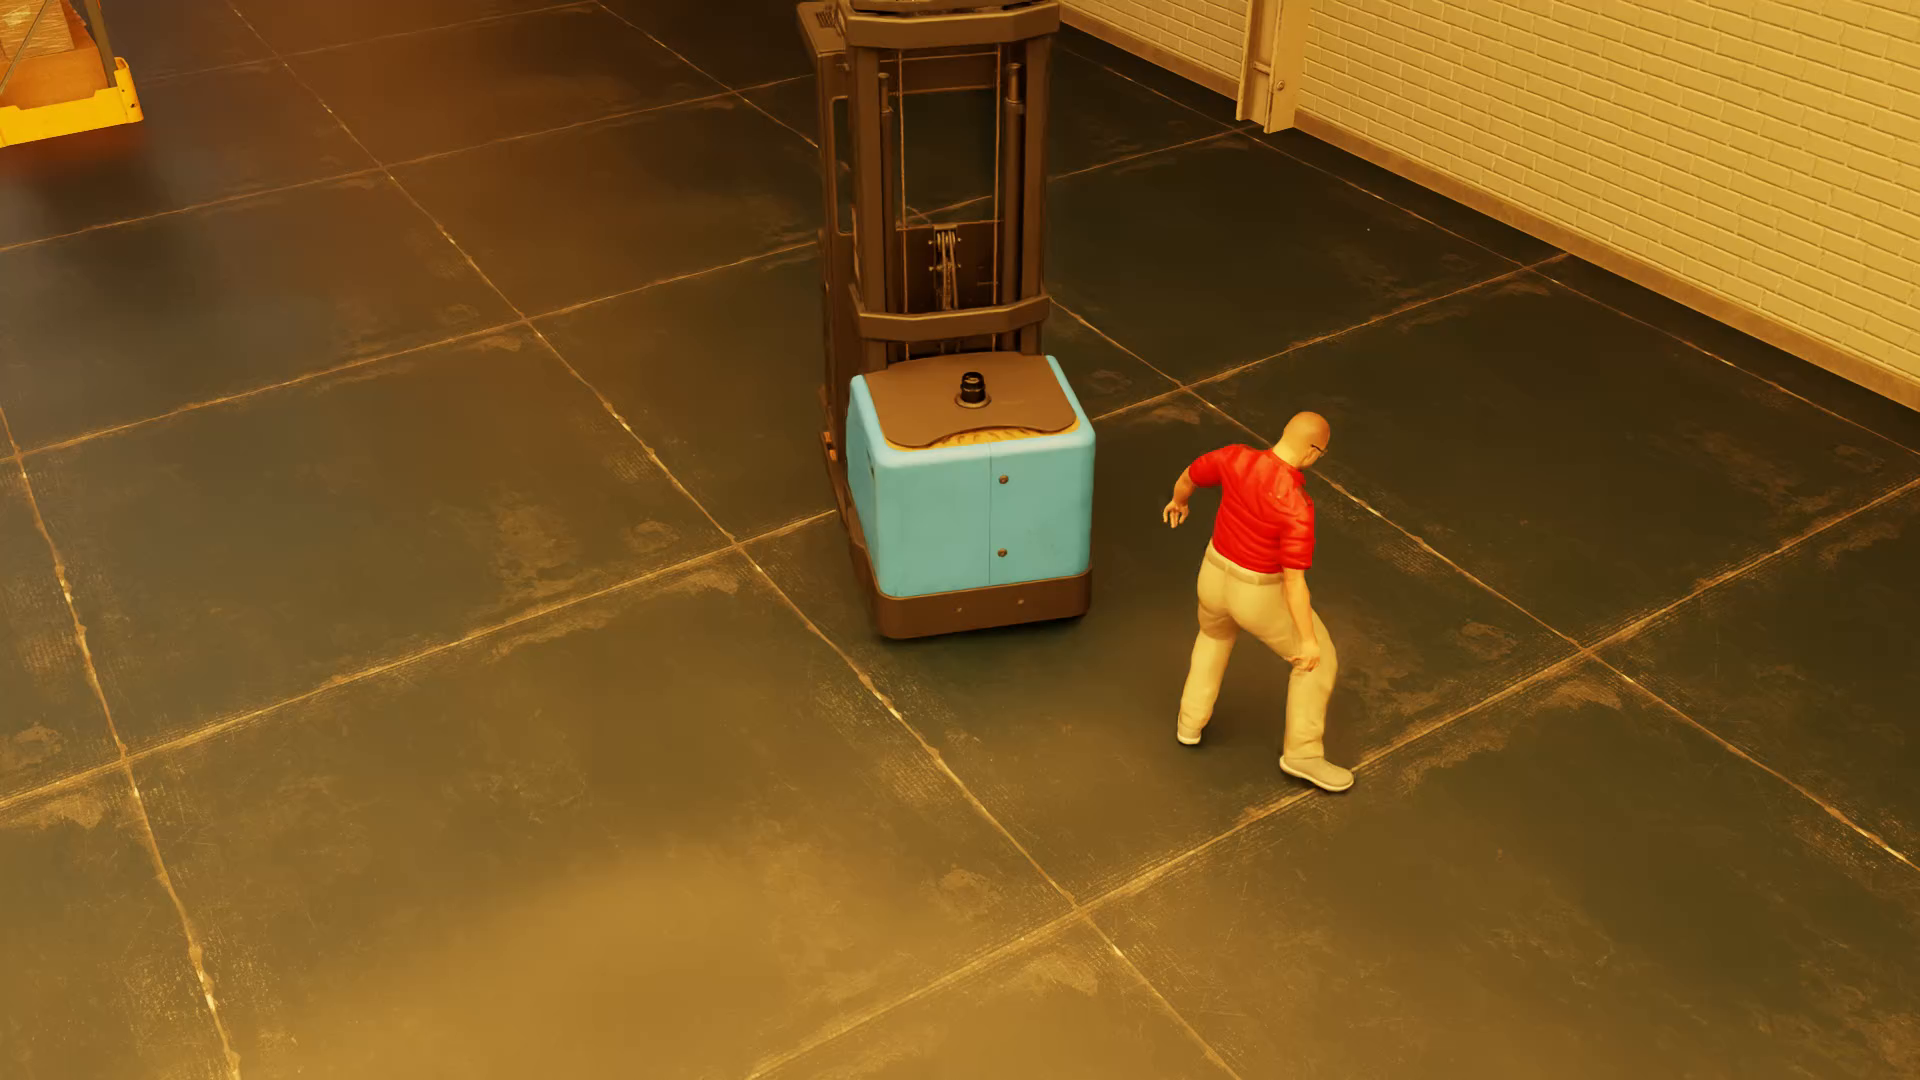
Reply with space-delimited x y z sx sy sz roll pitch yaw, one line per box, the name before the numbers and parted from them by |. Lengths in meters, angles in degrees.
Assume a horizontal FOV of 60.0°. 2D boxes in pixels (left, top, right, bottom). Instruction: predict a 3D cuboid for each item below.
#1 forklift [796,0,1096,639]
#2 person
forklift | -0.175 -1.571 8.384 1.130 2.935 3.031 -7 36 -10
person | 1.233 0.213 6.988 0.474 1.671 1.124 -25 42 -31
